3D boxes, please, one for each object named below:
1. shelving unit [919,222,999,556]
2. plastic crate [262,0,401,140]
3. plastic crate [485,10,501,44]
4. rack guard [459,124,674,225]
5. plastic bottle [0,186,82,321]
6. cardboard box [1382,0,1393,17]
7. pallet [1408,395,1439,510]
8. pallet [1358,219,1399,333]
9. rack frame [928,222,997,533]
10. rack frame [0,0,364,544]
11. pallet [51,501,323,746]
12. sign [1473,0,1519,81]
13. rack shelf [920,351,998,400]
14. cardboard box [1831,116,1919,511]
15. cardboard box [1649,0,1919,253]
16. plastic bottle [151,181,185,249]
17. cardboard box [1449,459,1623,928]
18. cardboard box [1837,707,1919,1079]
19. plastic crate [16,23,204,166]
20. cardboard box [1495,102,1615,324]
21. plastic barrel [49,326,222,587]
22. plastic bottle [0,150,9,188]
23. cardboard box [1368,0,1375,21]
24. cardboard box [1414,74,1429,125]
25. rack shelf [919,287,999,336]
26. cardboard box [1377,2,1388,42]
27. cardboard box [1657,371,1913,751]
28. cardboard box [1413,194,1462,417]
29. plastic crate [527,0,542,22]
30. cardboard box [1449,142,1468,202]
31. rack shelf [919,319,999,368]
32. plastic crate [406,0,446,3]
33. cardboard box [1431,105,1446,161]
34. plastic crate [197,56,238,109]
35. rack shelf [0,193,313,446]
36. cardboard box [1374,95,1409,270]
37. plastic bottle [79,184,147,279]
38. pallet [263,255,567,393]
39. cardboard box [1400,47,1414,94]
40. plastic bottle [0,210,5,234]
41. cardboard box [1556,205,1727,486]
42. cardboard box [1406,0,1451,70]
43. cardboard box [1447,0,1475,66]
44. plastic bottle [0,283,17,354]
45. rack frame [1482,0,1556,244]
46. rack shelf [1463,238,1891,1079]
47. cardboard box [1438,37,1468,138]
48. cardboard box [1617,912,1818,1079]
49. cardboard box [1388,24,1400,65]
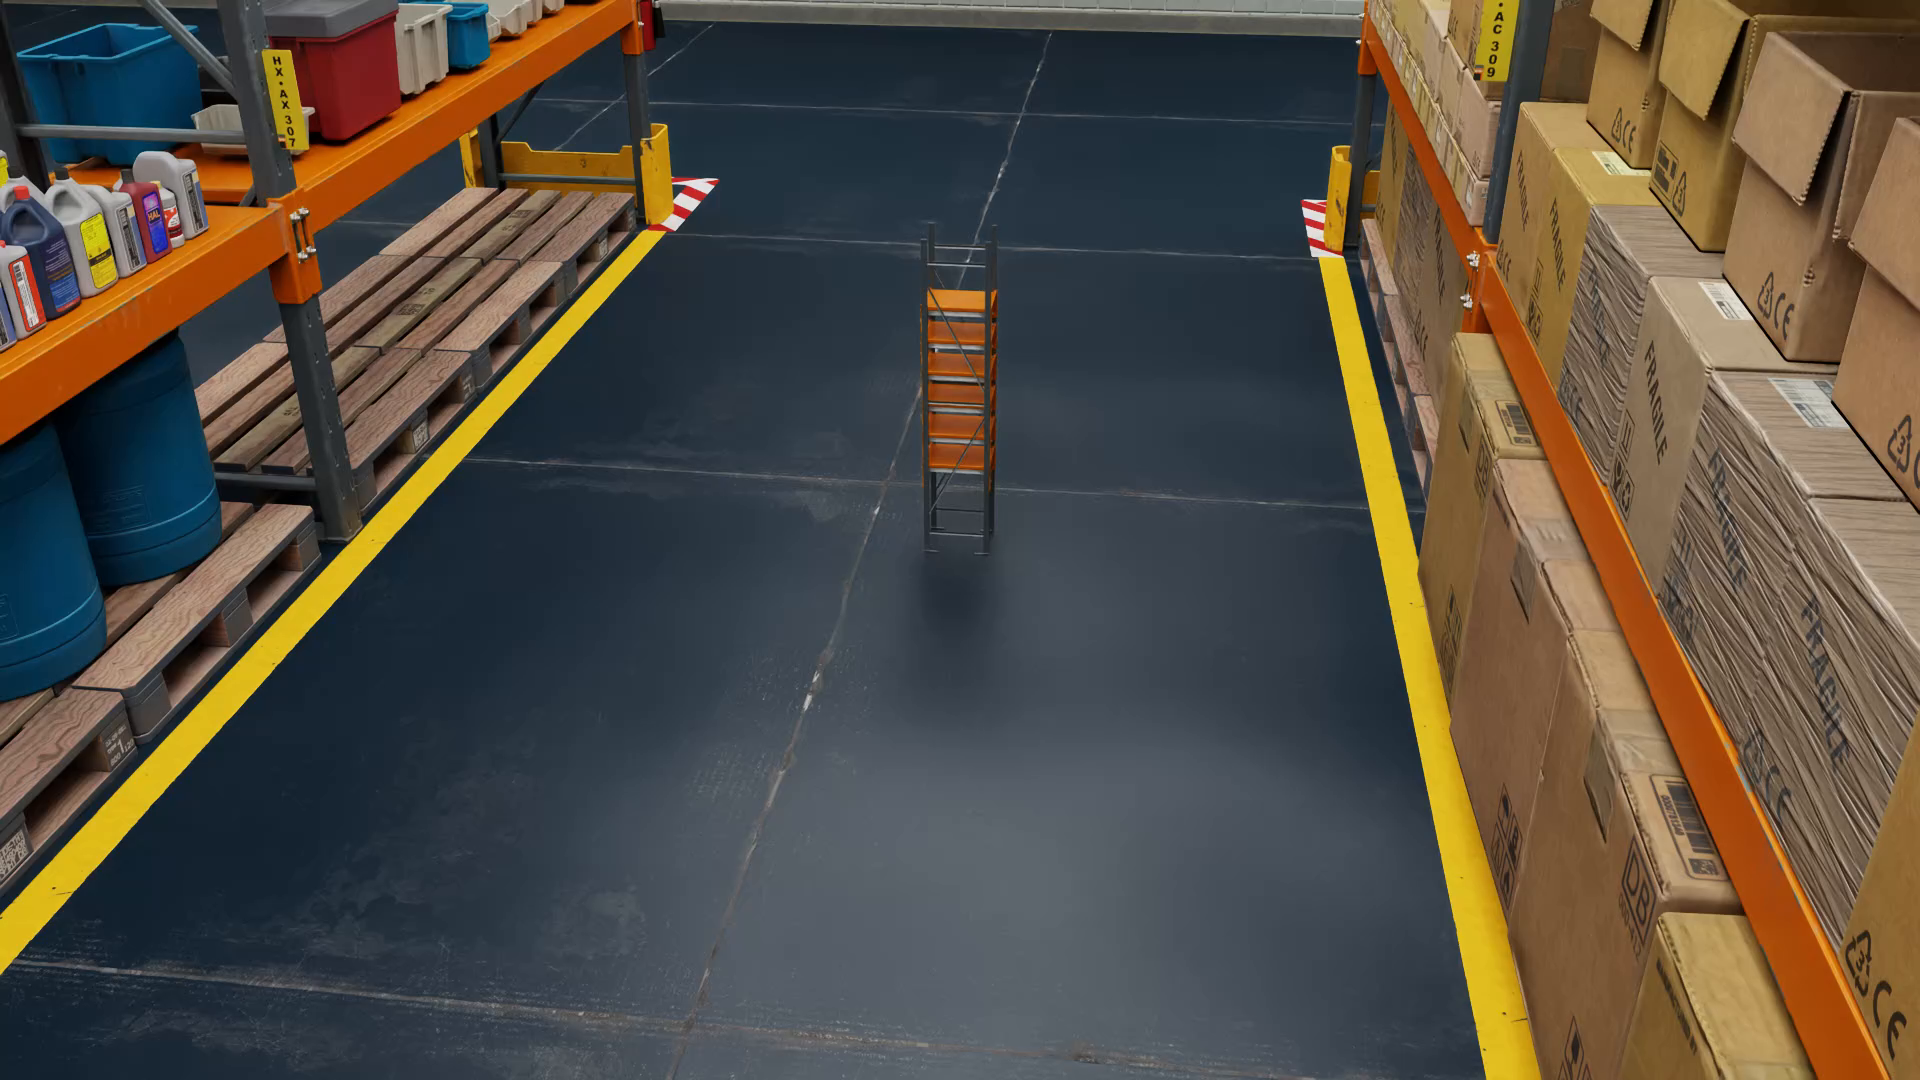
[{"bbox_3d":[-0.002,-0.521,5.953,0.258,1.200,0.189,3,28,6],"label":"shelving unit"},{"bbox_3d":[-2.415,-1.824,6.342,0.402,0.464,0.583,3,28,6],"label":"plastic crate"},{"bbox_3d":[-2.281,-2.354,7.671,0.298,0.136,0.250,3,28,6],"label":"plastic crate"},{"bbox_3d":[-2.293,-2.158,9.728,1.175,0.500,0.348,3,28,6],"label":"rack guard"},{"bbox_3d":[-2.584,-0.803,4.630,0.144,0.351,0.185,3,28,6],"label":"plastic bottle"},{"bbox_3d":[2.249,-2.568,7.698,0.500,0.250,0.500,3,28,6],"label":"cardboard box"},{"bbox_3d":[2.313,-0.201,6.401,1.003,0.211,1.213,3,28,6],"label":"pallet"},{"bbox_3d":[2.612,-1.350,8.533,1.003,0.211,1.213,3,28,6],"label":"pallet"},{"bbox_3d":[0.009,-0.564,6.033,0.240,1.200,0.006,3,28,6],"label":"rack frame"},{"bbox_3d":[-2.773,-1.363,5.618,1.000,3.000,0.127,3,28,6],"label":"rack frame"},{"bbox_3d":[-2.909,0.225,5.610,1.003,0.211,1.213,3,28,6],"label":"pallet"},{"bbox_3d":[1.591,-1.523,4.918,0.100,0.325,0.005,3,28,6],"label":"sign"},{"bbox_3d":[-0.002,-0.588,5.917,0.258,0.103,0.180,3,28,6],"label":"rack shelf"},{"bbox_3d":[1.841,-0.328,2.533,0.797,0.503,0.637,4,29,7],"label":"cardboard box"},{"bbox_3d":[1.977,-0.938,3.665,0.797,0.503,0.637,4,29,7],"label":"cardboard box"},{"bbox_3d":[-2.488,-1.015,5.182,0.097,0.201,0.097,0,28,0],"label":"plastic bottle"},{"bbox_3d":[1.975,0.398,4.146,1.225,0.875,0.875,2,28,4],"label":"cardboard box"},{"bbox_3d":[1.467,0.517,2.023,0.500,0.500,0.500,4,29,8],"label":"cardboard box"},{"bbox_3d":[-3.055,-1.622,6.052,0.392,0.384,0.575,3,28,6],"label":"plastic crate"},{"bbox_3d":[1.838,-0.917,4.685,0.500,0.500,0.500,3,29,6],"label":"cardboard box"},{"bbox_3d":[-2.857,-0.369,5.543,0.600,0.901,0.708,3,28,6],"label":"plastic barrel"},{"bbox_3d":[-3.143,-1.176,5.322,0.144,0.351,0.185,3,28,6],"label":"plastic bottle"},{"bbox_3d":[2.261,-2.700,8.364,0.380,0.149,0.250,4,29,7],"label":"cardboard box"},{"bbox_3d":[2.012,-1.732,6.568,0.380,0.149,0.250,3,28,5],"label":"cardboard box"},{"bbox_3d":[-0.002,-0.799,5.803,0.258,0.103,0.180,3,28,6],"label":"rack shelf"},{"bbox_3d":[2.200,-2.458,7.916,0.380,0.149,0.250,3,28,5],"label":"cardboard box"},{"bbox_3d":[1.594,0.038,2.912,0.500,0.500,0.500,2,28,5],"label":"cardboard box"},{"bbox_3d":[2.413,-1.055,6.842,0.875,0.875,0.875,3,28,6],"label":"cardboard box"},{"bbox_3d":[-2.253,-2.627,8.177,0.396,0.136,0.243,3,28,6],"label":"plastic crate"},{"bbox_3d":[1.886,-1.249,5.670,0.380,0.149,0.250,4,29,7],"label":"cardboard box"},{"bbox_3d":[-0.002,-0.694,5.860,0.258,0.103,0.180,3,28,6],"label":"rack shelf"},{"bbox_3d":[-2.721,-2.792,8.383,0.416,0.233,0.300,3,28,6],"label":"plastic crate"},{"bbox_3d":[1.949,-1.491,6.119,0.380,0.149,0.250,4,29,7],"label":"cardboard box"},{"bbox_3d":[-2.903,-1.811,6.676,0.437,0.125,0.590,3,28,6],"label":"plastic crate"},{"bbox_3d":[-3.018,-0.105,4.041,1.077,0.370,4.000,3,28,6],"label":"rack shelf"},{"bbox_3d":[2.633,-1.902,8.415,0.875,0.875,0.875,3,28,6],"label":"cardboard box"},{"bbox_3d":[-2.545,-0.932,4.949,0.152,0.276,0.135,3,28,6],"label":"plastic bottle"},{"bbox_3d":[-2.575,-1.060,7.995,1.003,0.211,1.213,3,28,6],"label":"pallet"},{"bbox_3d":[2.074,-1.976,7.020,0.380,0.149,0.250,3,28,5],"label":"cardboard box"},{"bbox_3d":[-2.727,-0.811,4.645,0.144,0.351,0.185,3,28,6],"label":"plastic bottle"},{"bbox_3d":[1.715,-0.445,3.808,0.500,0.500,0.500,3,28,5],"label":"cardboard box"},{"bbox_3d":[2.125,-2.086,6.803,0.500,0.250,0.500,3,28,5],"label":"cardboard box"},{"bbox_3d":[1.999,-1.938,5.739,0.500,0.500,0.500,4,29,7],"label":"cardboard box"},{"bbox_3d":[-2.624,-0.632,4.391,0.152,0.276,0.135,3,28,6],"label":"plastic bottle"},{"bbox_3d":[2.142,-1.075,5.084,1.000,3.000,0.127,3,28,6],"label":"rack frame"},{"bbox_3d":[1.897,0.183,3.507,1.077,0.370,4.000,3,28,6],"label":"rack shelf"},{"bbox_3d":[1.997,-1.607,5.915,0.500,0.250,0.500,4,29,8],"label":"cardboard box"},{"bbox_3d":[1.757,1.234,2.594,1.225,0.875,0.875,2,28,4],"label":"cardboard box"},{"bbox_3d":[2.137,-2.216,7.466,0.380,0.149,0.250,3,28,5],"label":"cardboard box"}]
